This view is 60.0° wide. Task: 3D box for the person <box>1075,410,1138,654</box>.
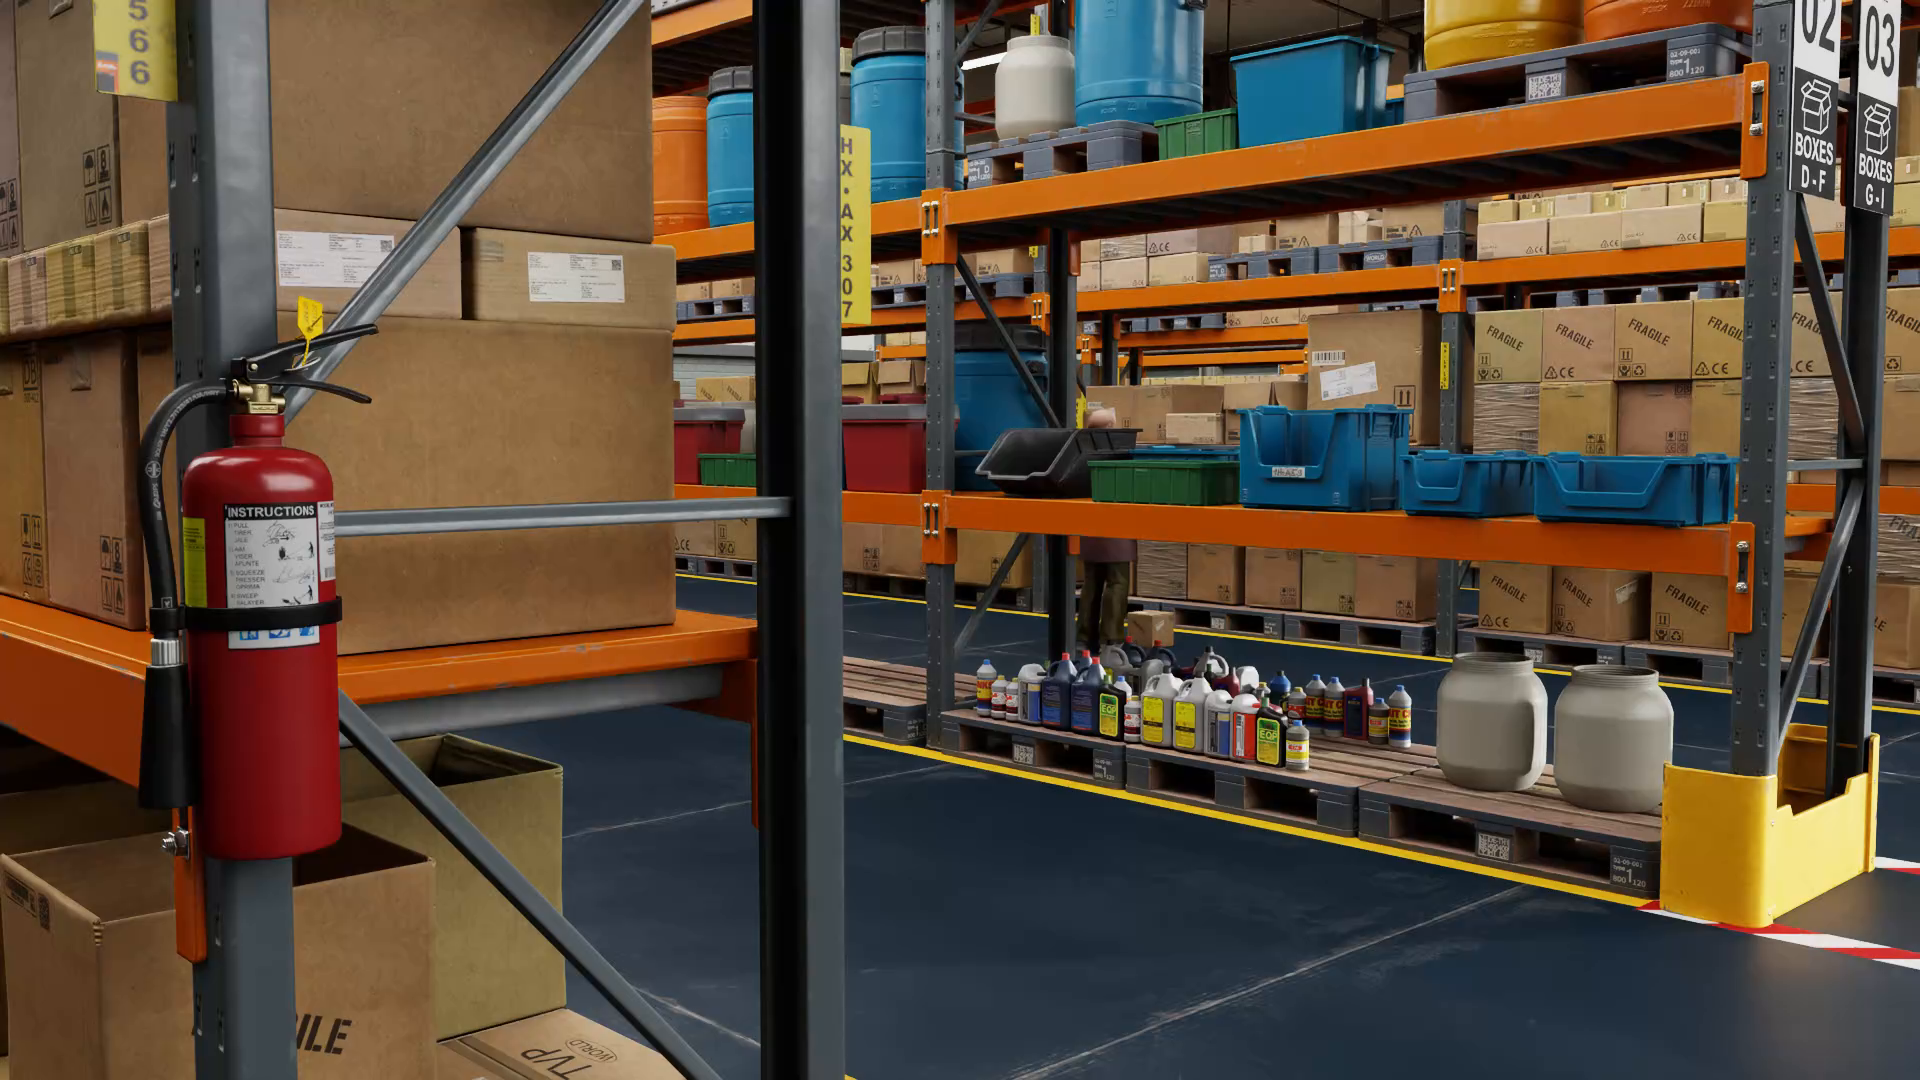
[{"bbox_3d":[1.052,-0.060,12.185,0.379,1.778,0.563,-4,5,-43],"label":"person"}]
